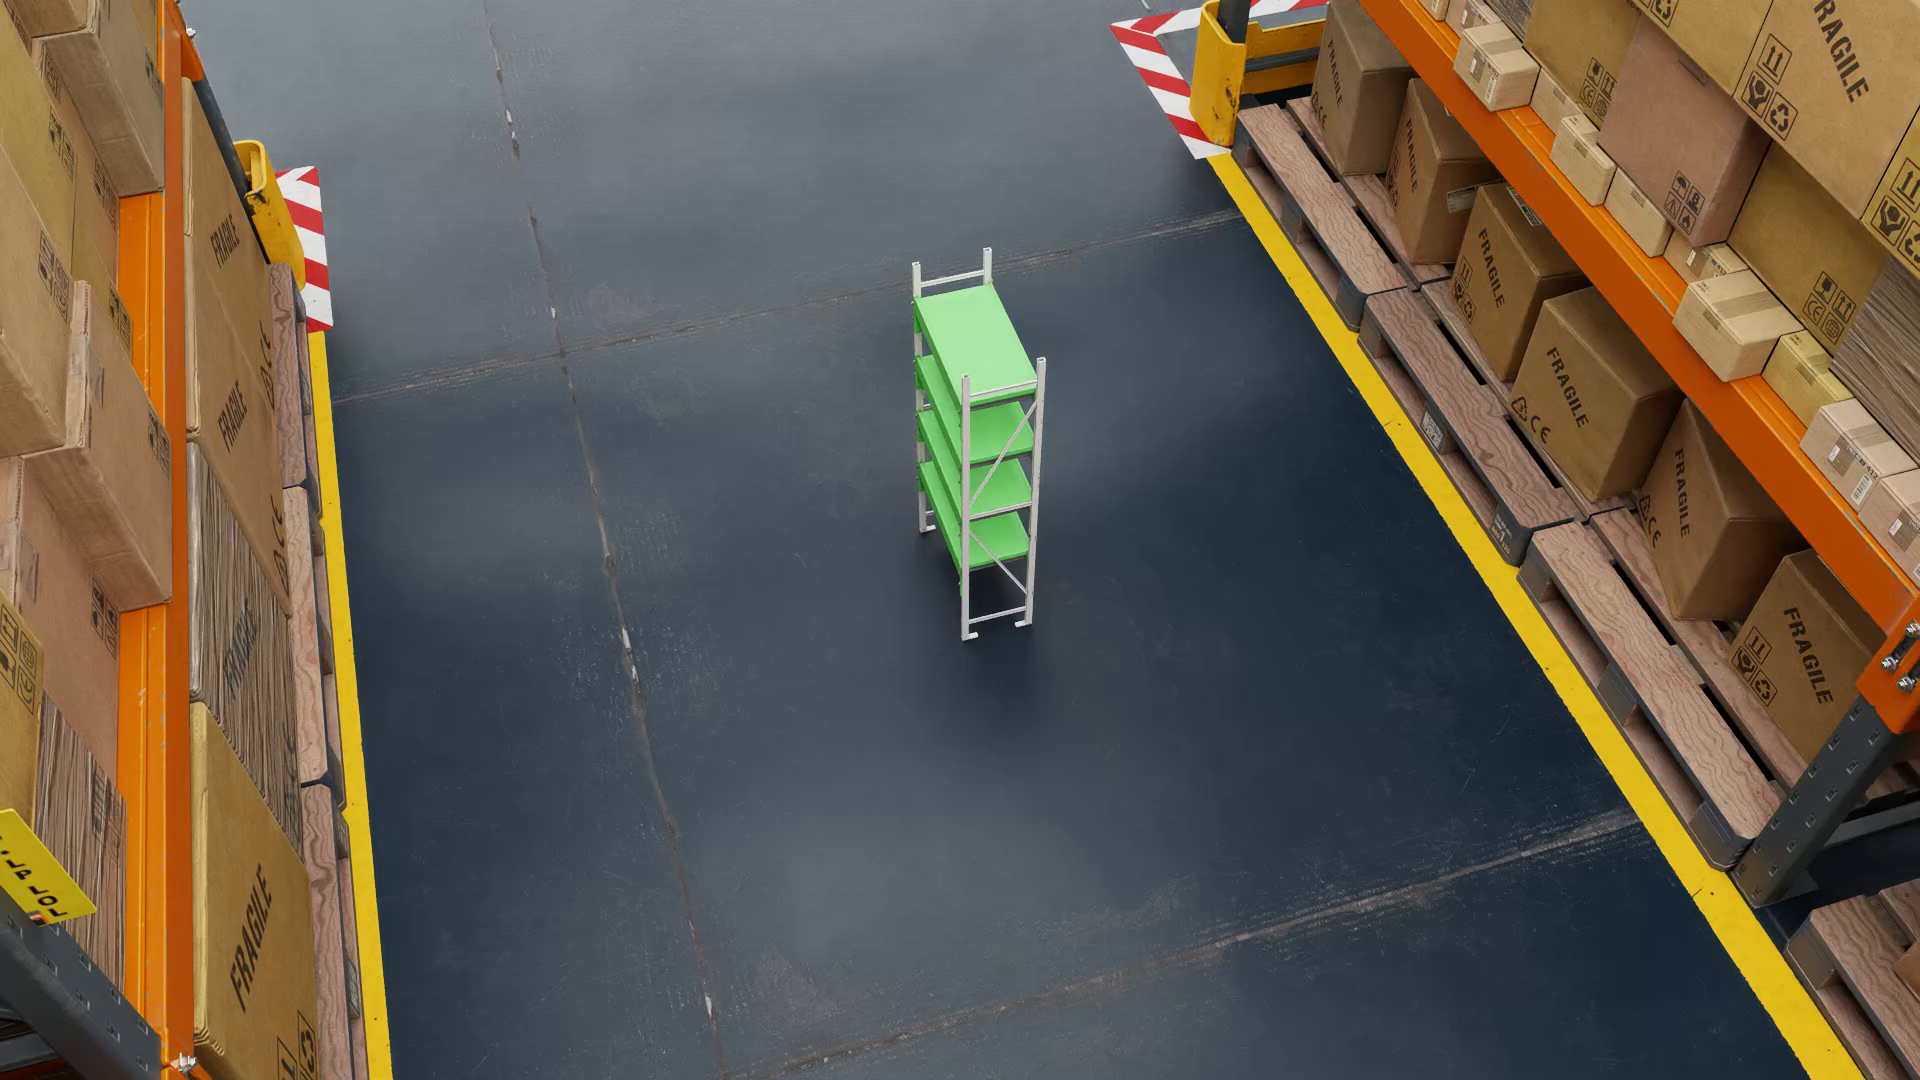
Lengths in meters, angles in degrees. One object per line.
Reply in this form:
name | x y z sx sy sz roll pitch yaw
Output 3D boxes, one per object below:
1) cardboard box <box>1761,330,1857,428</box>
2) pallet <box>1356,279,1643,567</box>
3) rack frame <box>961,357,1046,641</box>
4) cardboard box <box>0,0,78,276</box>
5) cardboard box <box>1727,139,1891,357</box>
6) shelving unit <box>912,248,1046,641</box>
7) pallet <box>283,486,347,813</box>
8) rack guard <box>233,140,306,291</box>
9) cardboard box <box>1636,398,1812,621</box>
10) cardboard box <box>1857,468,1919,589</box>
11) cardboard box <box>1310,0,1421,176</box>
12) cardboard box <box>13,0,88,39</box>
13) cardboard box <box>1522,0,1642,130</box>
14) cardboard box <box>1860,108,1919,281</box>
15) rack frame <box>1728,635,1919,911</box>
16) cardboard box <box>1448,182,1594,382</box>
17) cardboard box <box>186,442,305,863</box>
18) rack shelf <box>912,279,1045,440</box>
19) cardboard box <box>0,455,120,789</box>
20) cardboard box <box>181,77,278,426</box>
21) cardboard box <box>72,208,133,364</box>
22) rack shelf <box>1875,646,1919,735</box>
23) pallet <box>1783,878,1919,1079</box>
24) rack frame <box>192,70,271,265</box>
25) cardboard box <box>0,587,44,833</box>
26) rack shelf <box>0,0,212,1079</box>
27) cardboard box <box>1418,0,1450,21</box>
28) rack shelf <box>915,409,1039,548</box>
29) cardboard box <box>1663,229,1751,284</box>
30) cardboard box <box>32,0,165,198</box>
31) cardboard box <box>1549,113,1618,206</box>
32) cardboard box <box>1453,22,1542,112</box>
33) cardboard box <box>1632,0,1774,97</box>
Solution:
cardboard box | 2.340 -0.436 4.320 0.380 0.149 0.250 -13 51 -11
pallet | 2.169 -0.522 6.052 1.003 0.211 1.213 -13 51 -11
rack frame | 0.121 -0.088 5.039 0.240 1.200 0.015 -13 51 -11
cardboard box | -2.544 -0.857 3.707 0.875 0.550 0.500 -13 51 -11
cardboard box | 2.578 -0.889 4.278 0.875 0.500 0.500 -13 51 -11
shelving unit | 0.049 -0.266 5.189 0.258 1.200 0.503 -13 51 -11
pallet | -2.516 0.435 5.245 1.003 0.211 1.213 -13 51 -11
rack guard | -3.192 -1.131 6.376 1.175 0.500 0.348 -13 51 -11
cardboard box | 2.509 -0.093 5.227 0.500 0.500 0.500 1 50 1
cardboard box | 2.422 -0.055 3.999 0.380 0.149 0.250 -13 51 -11
cardboard box | 1.752 -1.837 6.697 0.500 0.500 0.500 -5 50 -4
cardboard box | -2.861 -1.655 4.379 0.875 0.550 0.550 -13 51 -11
cardboard box | 2.225 -1.606 4.882 0.875 0.500 0.500 -13 51 -11
cardboard box | 2.370 -0.762 3.517 0.500 0.500 0.500 -13 51 -11
rack frame | 2.766 -0.045 3.826 1.000 3.000 0.127 -13 51 -11
cardboard box | 2.128 -0.946 5.946 0.500 0.500 0.500 -9 50 -8
cardboard box | -2.391 0.419 4.550 0.875 0.875 0.875 -13 51 -11
rack shelf | 0.049 -0.534 4.871 0.258 0.148 0.480 -13 51 -11
cardboard box | -2.307 0.291 3.445 0.875 0.550 0.550 -13 51 -11
cardboard box | -2.921 -0.889 5.653 0.875 0.875 0.875 -13 51 -11
cardboard box | -2.606 -0.495 4.107 0.875 0.550 0.500 -13 51 -11
rack shelf | 3.358 1.647 2.870 1.077 0.370 4.000 -13 51 -11
pallet | 2.998 1.422 4.413 1.003 0.211 1.213 -13 51 -11
rack frame | -3.185 -1.919 5.406 1.000 3.000 0.127 -13 51 -11
cardboard box | -2.078 0.329 2.707 0.875 0.550 0.550 -13 51 -11
rack shelf | -2.593 -0.226 4.450 1.077 0.370 4.000 -13 51 -11
cardboard box | 1.716 -1.889 5.545 0.380 0.149 0.250 -13 51 -11
rack shelf | 0.049 -0.225 5.238 0.258 0.148 0.480 -13 51 -11
cardboard box | 2.212 -0.806 4.632 0.380 0.149 0.250 -13 51 -11
cardboard box | -2.848 -1.310 4.794 0.875 0.550 0.550 -13 51 -11
cardboard box | 1.992 -1.154 4.925 0.380 0.149 0.250 -13 51 -11
cardboard box | 1.791 -1.506 5.222 0.380 0.149 0.250 -13 51 -11
cardboard box | 2.074 -1.492 4.132 0.500 0.500 0.500 -13 51 -11
